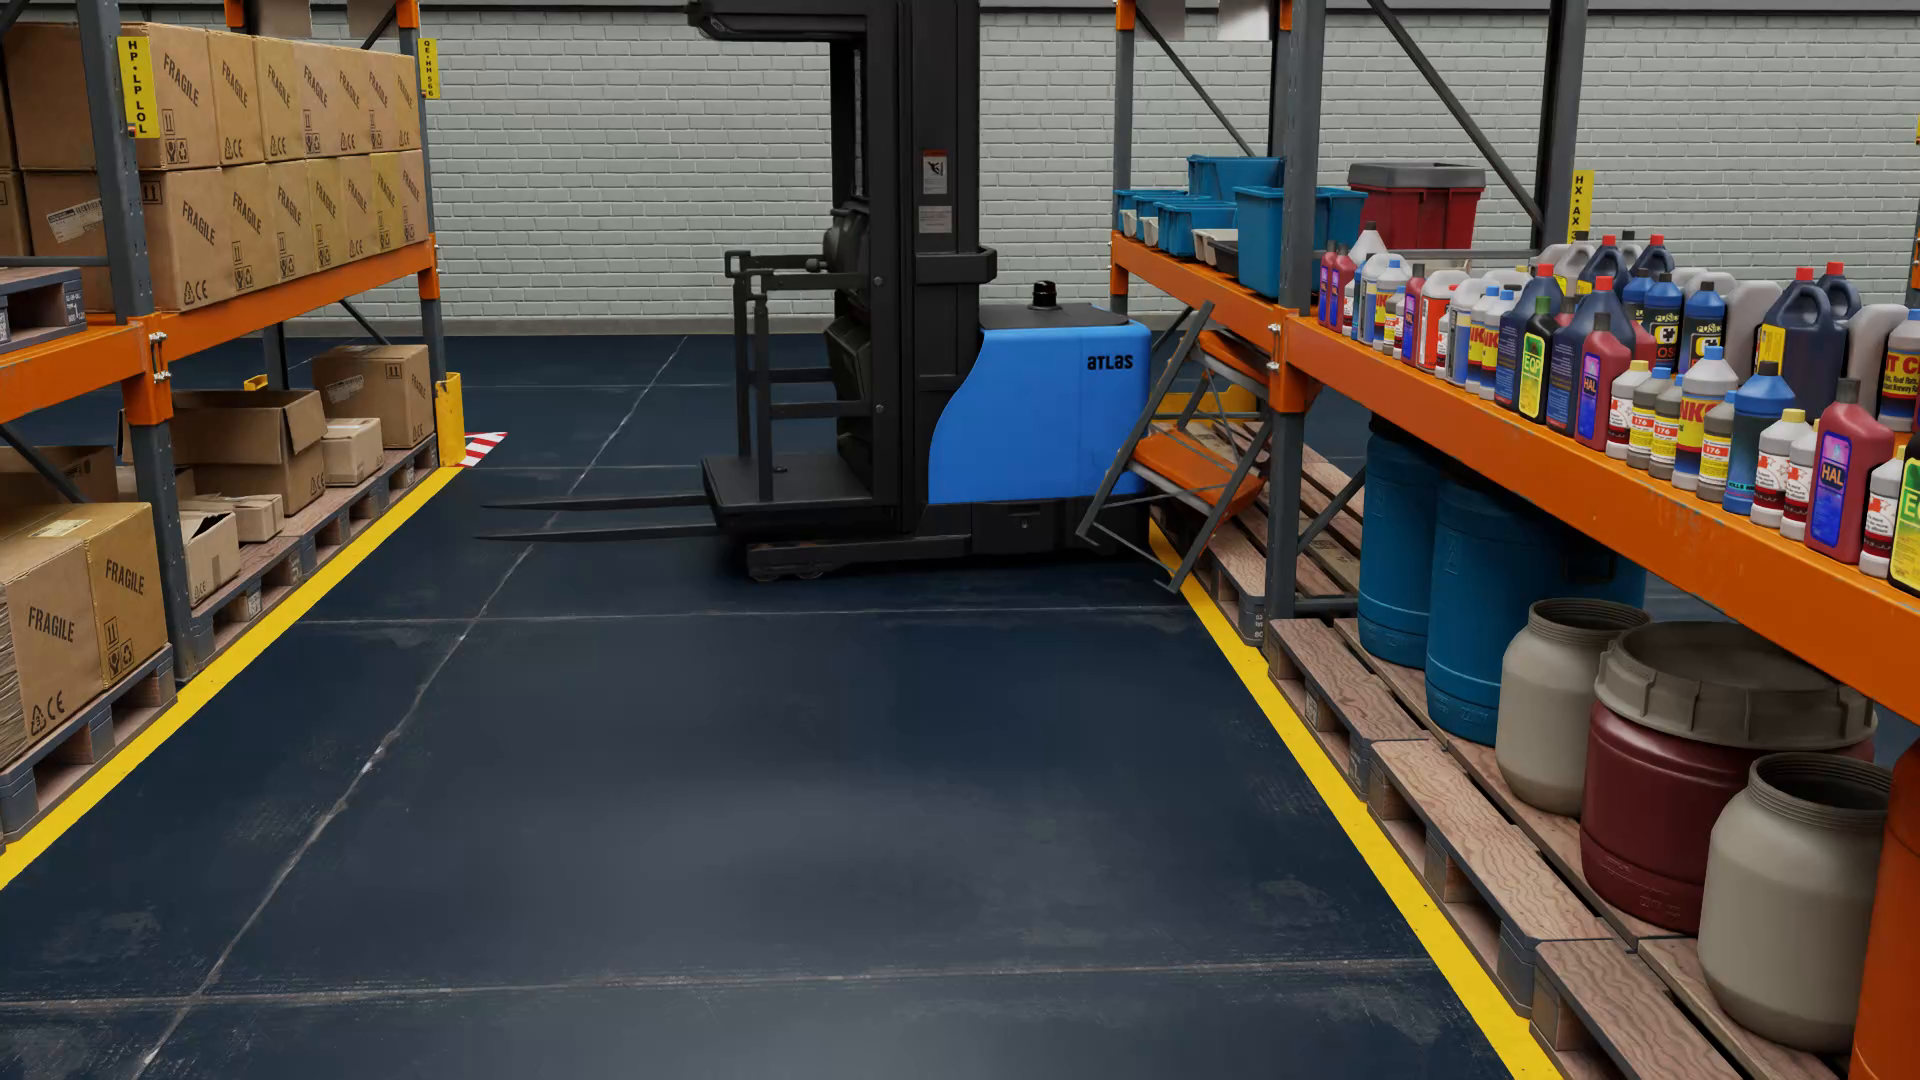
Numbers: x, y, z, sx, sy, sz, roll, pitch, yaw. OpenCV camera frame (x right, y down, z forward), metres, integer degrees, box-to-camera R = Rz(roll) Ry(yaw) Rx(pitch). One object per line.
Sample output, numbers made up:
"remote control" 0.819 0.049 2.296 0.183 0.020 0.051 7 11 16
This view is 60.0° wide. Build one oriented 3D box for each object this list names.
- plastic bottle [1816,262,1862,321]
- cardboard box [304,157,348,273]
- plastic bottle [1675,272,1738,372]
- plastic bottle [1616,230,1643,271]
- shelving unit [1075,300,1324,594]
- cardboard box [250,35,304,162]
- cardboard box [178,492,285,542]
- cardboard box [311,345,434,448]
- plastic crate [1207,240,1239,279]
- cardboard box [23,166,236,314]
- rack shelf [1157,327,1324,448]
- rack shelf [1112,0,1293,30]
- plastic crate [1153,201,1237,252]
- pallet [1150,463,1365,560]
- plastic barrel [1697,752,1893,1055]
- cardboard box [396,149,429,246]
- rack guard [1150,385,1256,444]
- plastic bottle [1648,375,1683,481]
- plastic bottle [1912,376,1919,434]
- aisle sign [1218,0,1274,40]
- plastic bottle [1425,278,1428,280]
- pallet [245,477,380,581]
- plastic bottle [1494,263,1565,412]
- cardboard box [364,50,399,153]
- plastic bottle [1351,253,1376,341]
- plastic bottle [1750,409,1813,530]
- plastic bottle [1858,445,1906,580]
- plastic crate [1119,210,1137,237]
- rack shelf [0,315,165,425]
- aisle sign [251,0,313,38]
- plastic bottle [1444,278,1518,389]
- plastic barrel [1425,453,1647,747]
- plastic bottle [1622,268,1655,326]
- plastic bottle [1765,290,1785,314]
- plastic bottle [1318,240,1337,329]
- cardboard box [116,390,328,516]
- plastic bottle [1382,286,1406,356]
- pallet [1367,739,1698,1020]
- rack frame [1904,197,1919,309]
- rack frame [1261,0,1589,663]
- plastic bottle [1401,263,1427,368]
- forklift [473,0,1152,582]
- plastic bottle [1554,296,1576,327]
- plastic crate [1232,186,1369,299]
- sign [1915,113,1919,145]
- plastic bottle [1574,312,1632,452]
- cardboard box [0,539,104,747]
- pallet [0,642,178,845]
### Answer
"plastic bottle" 2.105 -0.491 4.015 0.144 0.351 0.185 -1 14 -3
"cardboard box" -3.148 -1.495 7.615 0.500 0.500 0.500 -1 14 -4
"plastic bottle" 2.062 -0.610 4.626 0.152 0.276 0.135 -1 14 -3
"plastic bottle" 2.036 -0.765 5.080 0.144 0.351 0.185 -1 14 -3
"shelving unit" 1.123 -0.445 7.375 0.538 1.125 1.048 32 17 12
"cardboard box" -3.103 -1.847 6.980 0.500 0.500 0.500 -1 14 -5
"cardboard box" -3.165 -0.101 7.201 0.380 0.166 0.250 -1 14 -3
"cardboard box" -3.260 -0.803 9.261 0.500 0.500 0.500 -1 14 -3
"plastic crate" 1.315 -1.183 7.035 0.437 0.125 0.590 -1 14 -3
"cardboard box" -3.051 -1.117 6.145 0.500 0.500 0.500 -1 14 -2
"rack shelf" 1.255 -0.693 7.293 0.538 0.278 1.000 32 17 12
"rack shelf" 1.529 -2.614 7.592 1.077 0.370 4.000 -1 14 -3
"plastic crate" 1.173 -1.562 8.291 0.416 0.233 0.300 -1 14 -3
"pallet" 1.490 -0.149 8.180 1.003 0.211 1.213 -1 14 -3
"plastic barrel" 1.729 0.723 3.346 0.421 0.512 0.421 0 14 0
"cardboard box" -3.240 -1.873 9.086 0.500 0.500 0.500 0 14 -2
"rack guard" 1.391 -0.803 10.143 1.175 0.500 0.348 -1 14 -3
"plastic bottle" 1.416 -0.223 3.272 0.097 0.201 0.097 0 14 0
"plastic bottle" 2.170 -0.362 3.648 0.061 0.283 0.133 -1 14 -3
"aisle sign" 1.693 -3.289 9.572 0.394 0.787 0.004 -1 14 -3
"plastic bottle" 1.447 -0.711 5.169 0.097 0.201 0.097 0 14 0
"pallet" -3.411 -0.062 7.842 1.003 0.211 1.213 -1 14 -3
"plastic bottle" 1.391 -0.492 4.016 0.144 0.351 0.185 -1 14 -3
"cardboard box" -3.205 -2.233 8.476 0.500 0.500 0.500 0 14 -2
"plastic bottle" 1.289 -0.767 5.245 0.097 0.271 0.097 0 14 0
"plastic bottle" 1.441 -0.126 2.896 0.097 0.201 0.097 0 14 0
"plastic bottle" 1.461 -0.045 2.579 0.097 0.201 0.097 0 14 0
"plastic crate" 1.029 -1.761 9.261 0.250 0.136 0.298 -1 14 -3
"rack shelf" -3.167 -0.091 3.805 1.077 0.370 4.000 -1 14 -3
"aisle sign" -3.836 -3.203 9.240 0.394 0.787 0.004 -1 14 -3
"plastic bottle" 1.373 -0.544 4.369 0.152 0.276 0.135 -1 14 -3
"plastic barrel" 1.713 0.112 4.940 0.600 0.901 0.708 -1 14 -3
"plastic bottle" 1.930 -0.635 4.731 0.097 0.271 0.097 0 14 0
"plastic bottle" 2.059 -0.487 4.159 0.097 0.271 0.097 0 14 0
"plastic bottle" 1.250 -0.858 5.577 0.061 0.283 0.133 -1 14 -3
"cardboard box" -3.413 -0.408 7.721 0.797 0.503 0.637 -1 14 -3
"plastic bottle" 1.310 -0.651 4.935 0.097 0.201 0.097 0 14 0
"pallet" 1.738 0.834 4.360 1.003 0.211 1.213 -1 14 -3
"rack frame" 6.348 -2.084 10.106 1.000 3.000 0.127 -1 14 -3
"rack frame" 1.653 -1.013 5.943 1.000 3.000 0.127 -1 14 -3
"plastic bottle" 1.305 -0.638 4.719 0.061 0.283 0.133 -1 14 -3
"forklift" -0.693 -1.377 7.497 3.031 2.935 1.130 -3 15 -12
"plastic bottle" 1.420 -0.420 3.872 0.061 0.283 0.133 -1 14 -3
"plastic crate" 1.283 -1.145 6.368 0.392 0.384 0.575 -1 14 -3
"sign" 5.794 -2.534 9.961 0.100 0.325 0.005 -1 14 -3
"plastic bottle" 1.379 -0.340 3.561 0.061 0.283 0.133 -1 14 -3
"cardboard box" -2.952 0.302 4.967 0.500 0.500 0.500 -1 14 -3
"pallet" -3.203 0.615 5.212 1.003 0.211 1.213 -1 14 -3
